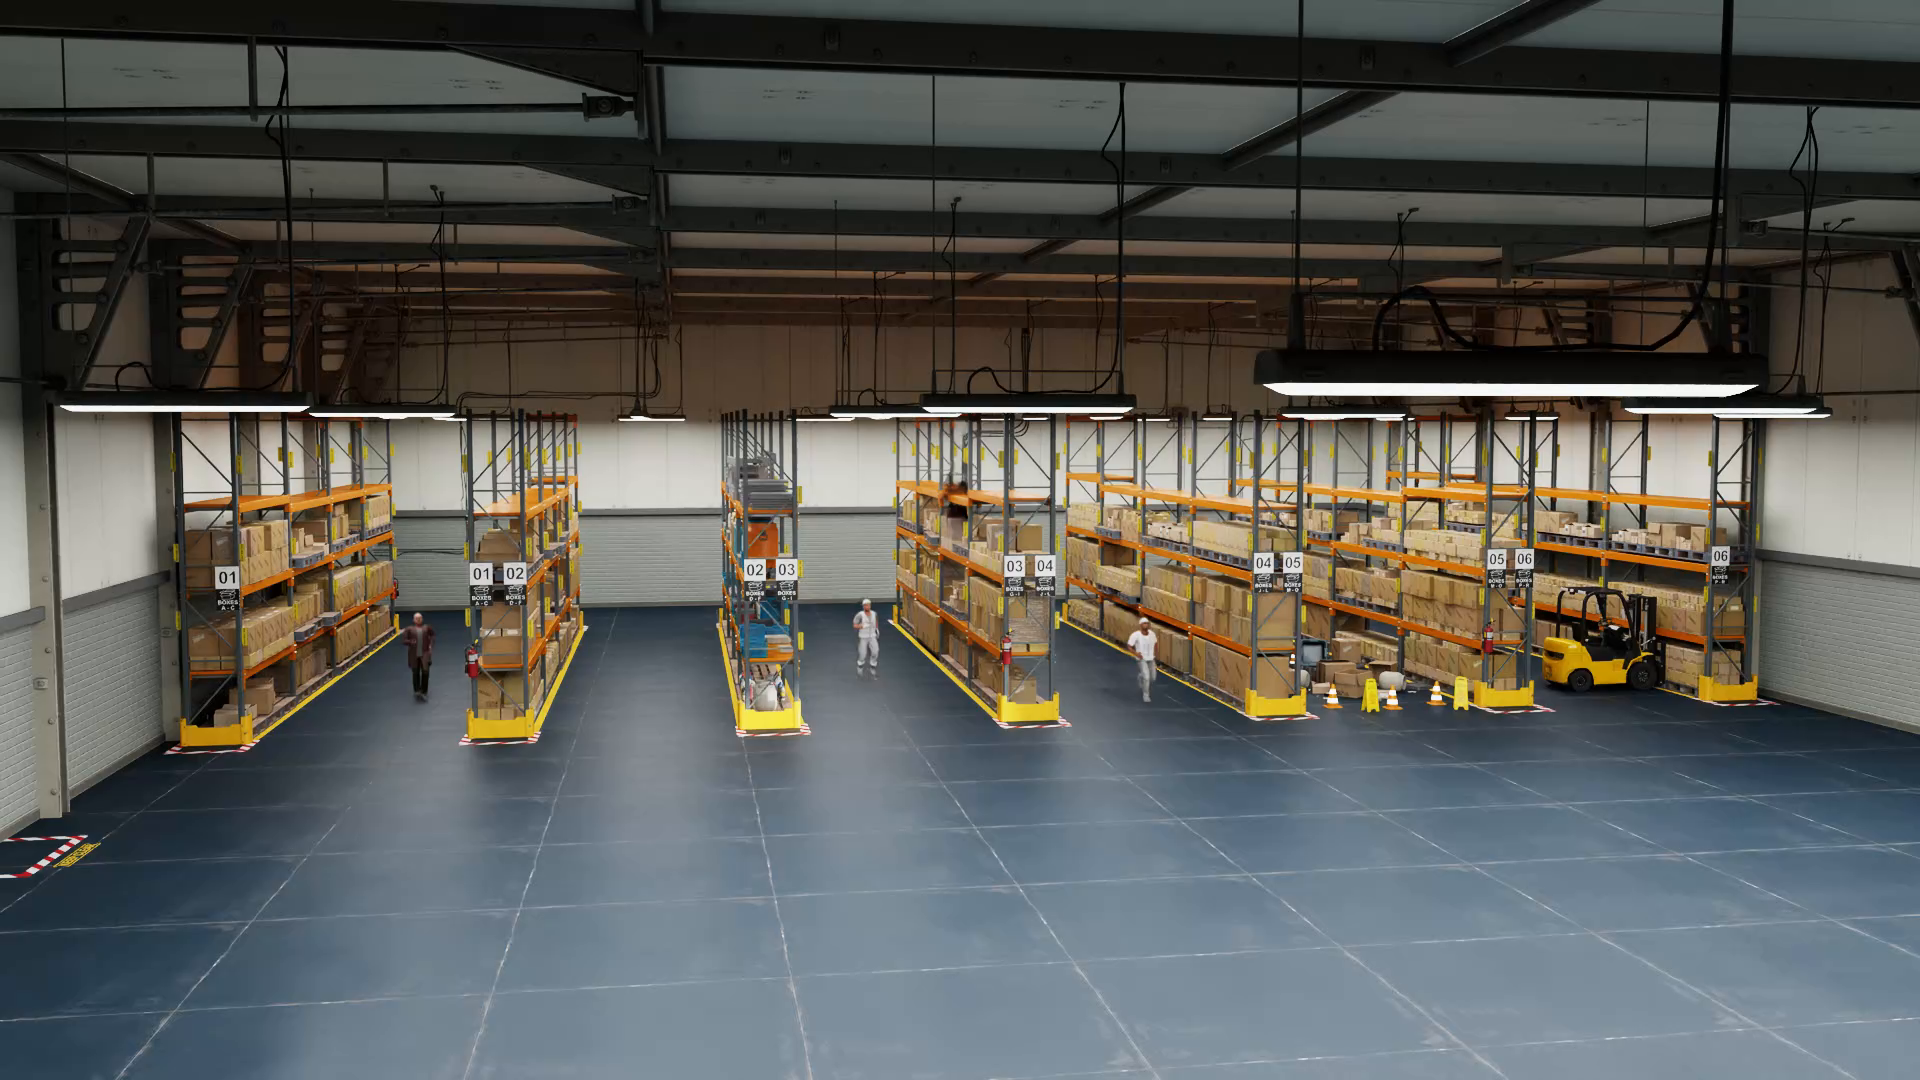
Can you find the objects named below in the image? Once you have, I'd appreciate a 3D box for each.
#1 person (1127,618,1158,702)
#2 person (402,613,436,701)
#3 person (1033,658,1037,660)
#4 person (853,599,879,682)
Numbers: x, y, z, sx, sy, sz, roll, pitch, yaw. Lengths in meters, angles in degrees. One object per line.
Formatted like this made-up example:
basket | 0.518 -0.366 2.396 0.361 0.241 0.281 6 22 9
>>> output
person | 3.806 2.465 34.535 0.731 1.719 0.659 -2 4 -26
person | -11.229 2.430 34.548 0.685 1.826 0.776 -1 4 -20
person | 1.658 2.166 40.661 0.529 1.454 0.887 -1 4 -10
person | -2.086 2.234 37.146 0.681 1.853 0.795 -2 4 -24
